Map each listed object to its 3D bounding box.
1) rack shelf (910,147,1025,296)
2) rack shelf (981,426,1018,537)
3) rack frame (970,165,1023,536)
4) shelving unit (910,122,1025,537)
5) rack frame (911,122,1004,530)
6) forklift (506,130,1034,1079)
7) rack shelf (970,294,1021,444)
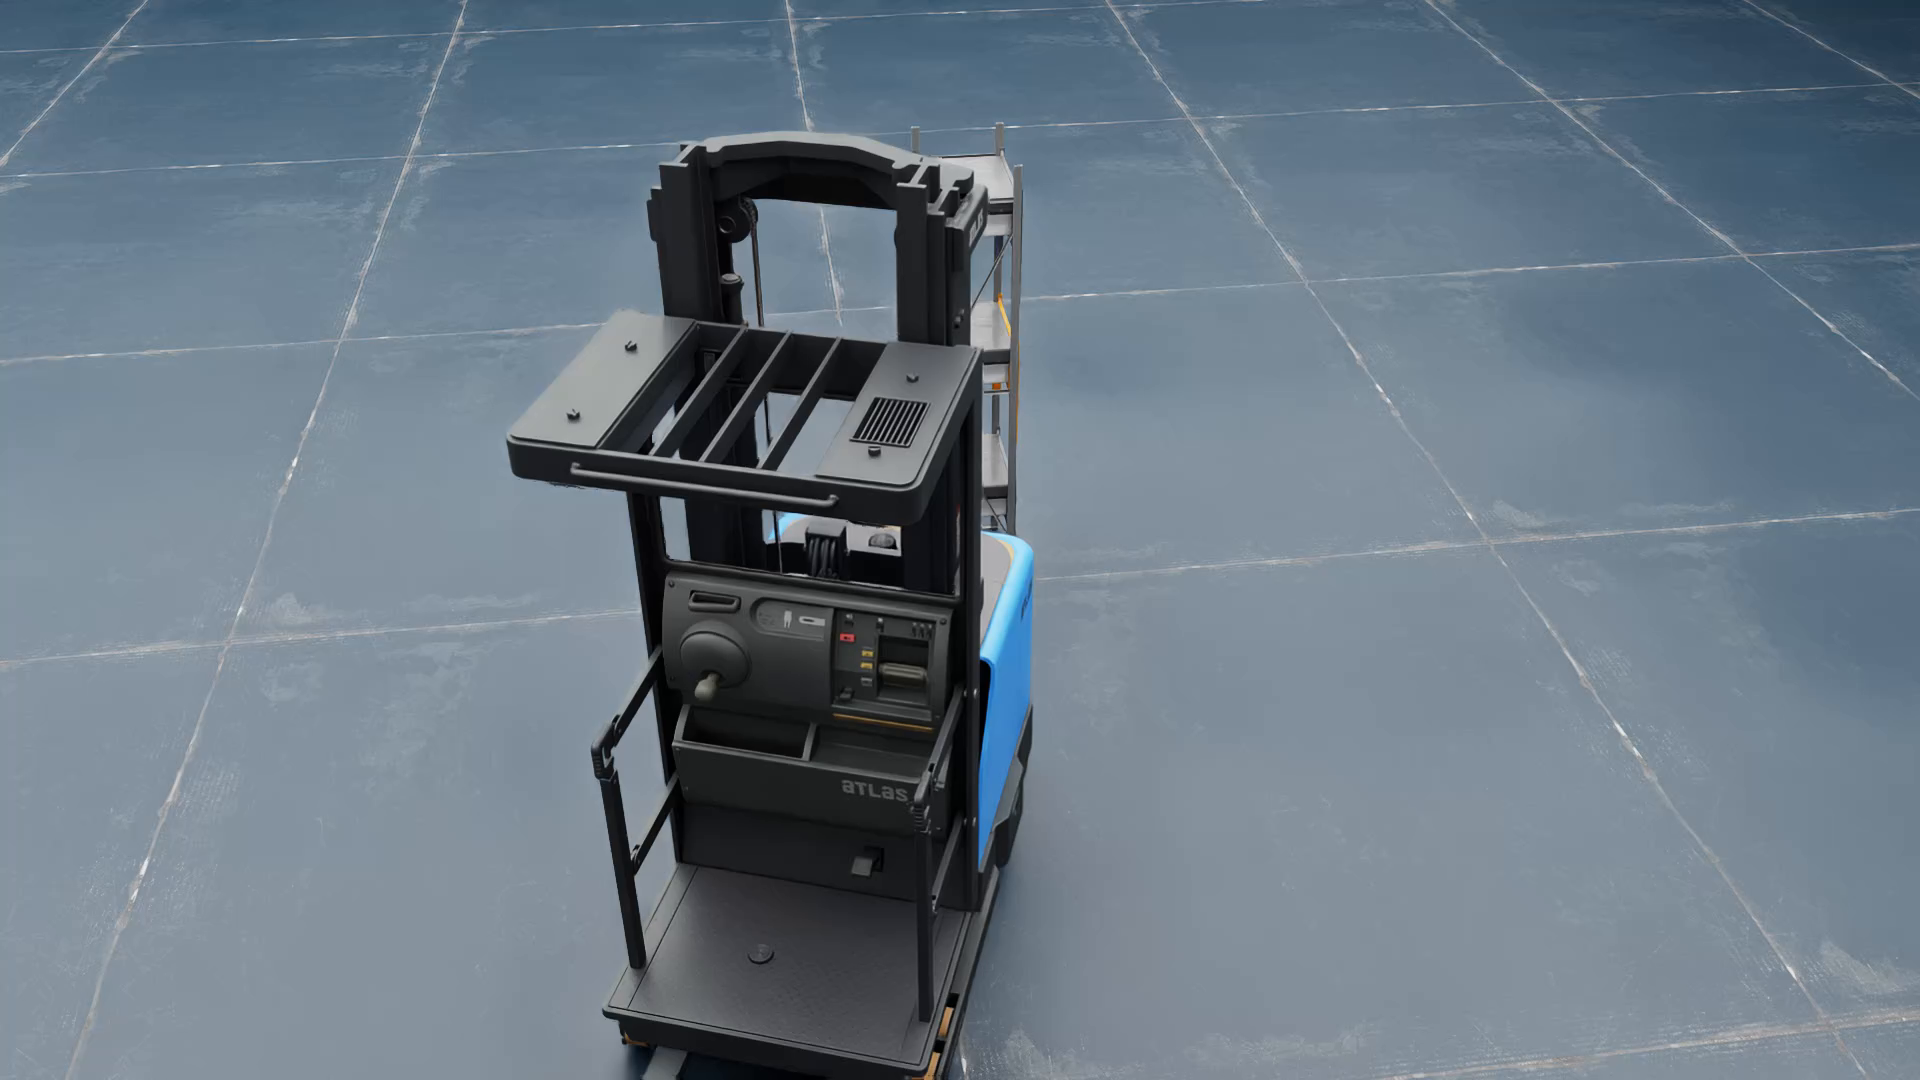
[{"bbox_3d":[0.022,-1.342,7.137,0.431,0.518,0.480,-4,35,-6],"label":"rack shelf"},{"bbox_3d":[0.022,-0.186,7.925,0.431,0.518,0.480,-4,35,-6],"label":"rack shelf"},{"bbox_3d":[0.055,-0.639,7.323,0.400,2.100,0.015,-4,35,-6],"label":"rack frame"},{"bbox_3d":[0.022,-0.775,7.523,0.431,2.100,0.503,-4,35,-6],"label":"shelving unit"},{"bbox_3d":[-0.011,-0.911,7.723,0.400,2.100,0.015,-4,35,-6],"label":"rack frame"},{"bbox_3d":[-0.532,0.412,5.043,1.130,2.935,3.031,7,35,11],"label":"forklift"},{"bbox_3d":[0.022,-0.764,7.531,0.431,0.518,0.480,-4,35,-6],"label":"rack shelf"}]
